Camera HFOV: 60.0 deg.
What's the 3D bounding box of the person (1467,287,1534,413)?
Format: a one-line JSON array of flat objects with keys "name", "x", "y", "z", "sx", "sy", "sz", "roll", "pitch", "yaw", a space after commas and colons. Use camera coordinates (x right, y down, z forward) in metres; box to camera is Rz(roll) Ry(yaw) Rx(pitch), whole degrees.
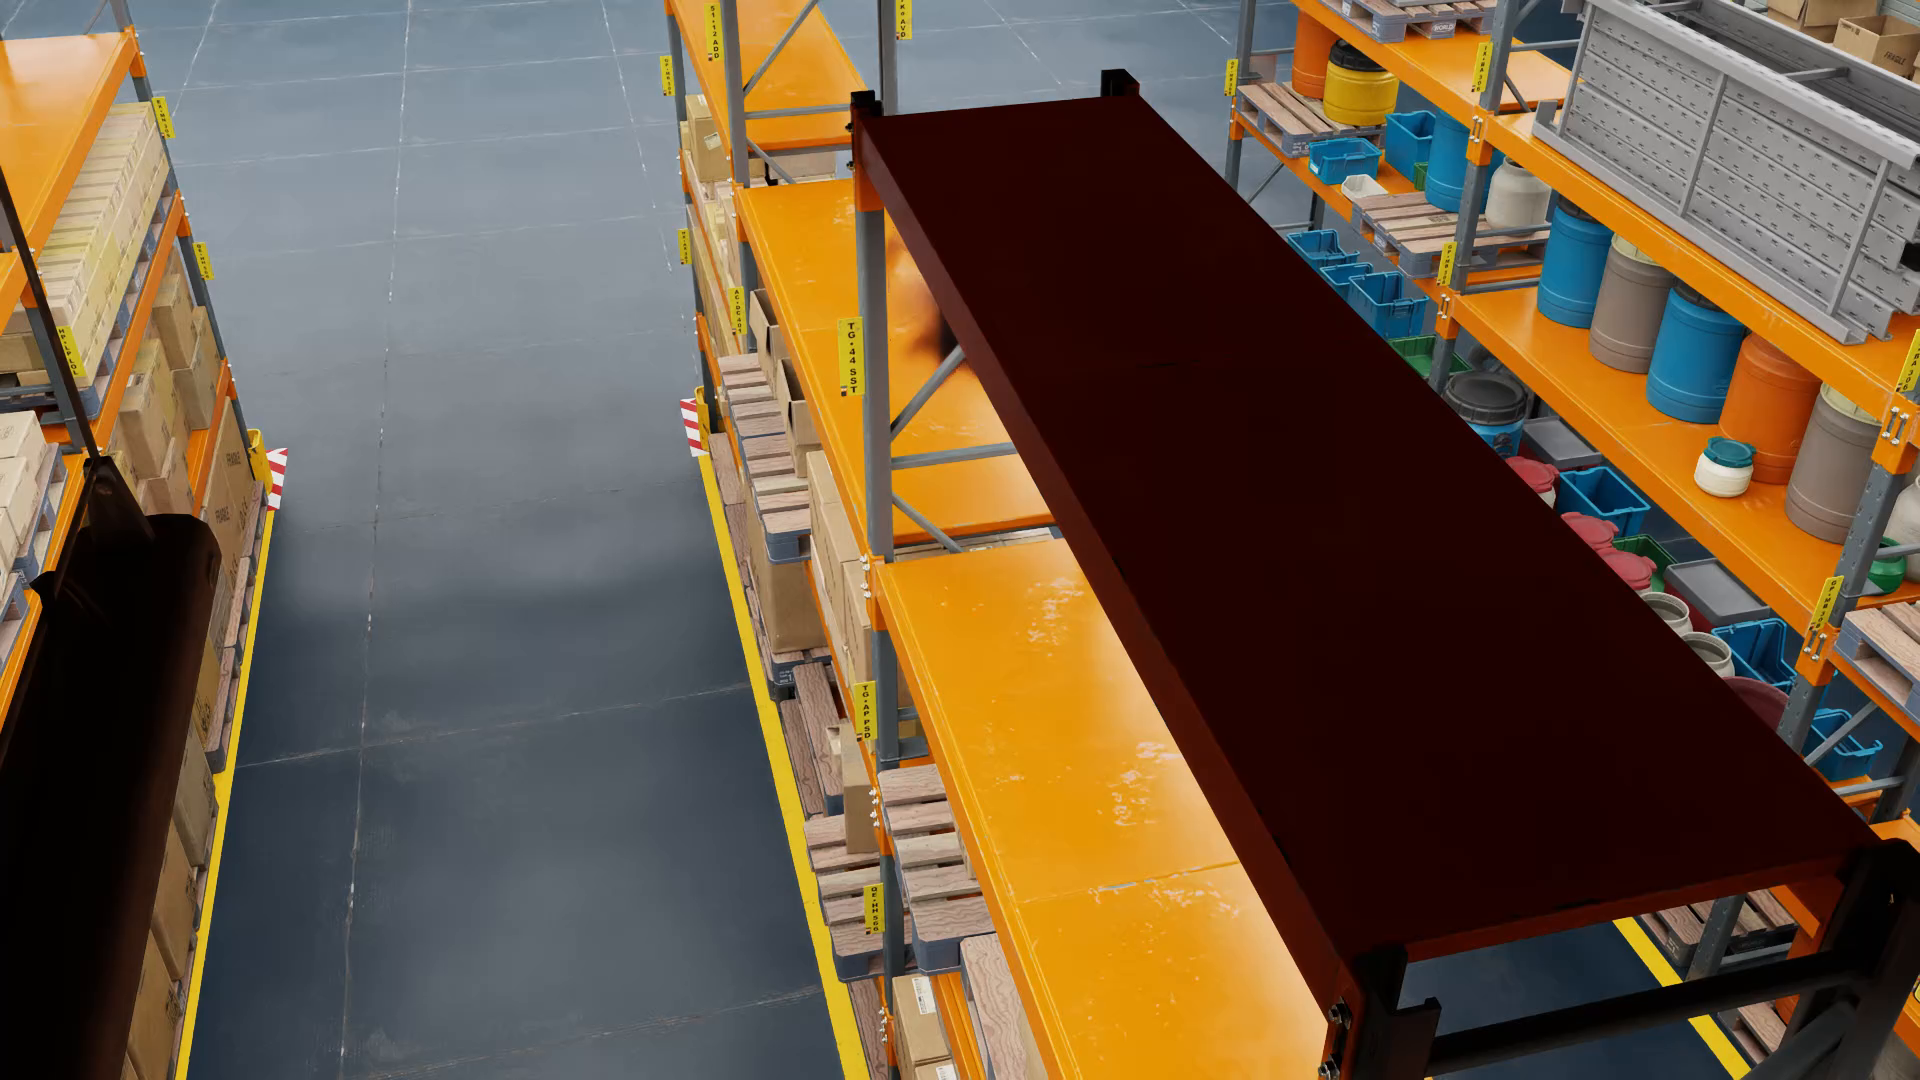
[{"name": "person", "x": 5.080, "y": -1.903, "z": 15.449, "sx": 0.563, "sy": 1.626, "sz": 0.889, "roll": -28, "pitch": 43, "yaw": -34}]
